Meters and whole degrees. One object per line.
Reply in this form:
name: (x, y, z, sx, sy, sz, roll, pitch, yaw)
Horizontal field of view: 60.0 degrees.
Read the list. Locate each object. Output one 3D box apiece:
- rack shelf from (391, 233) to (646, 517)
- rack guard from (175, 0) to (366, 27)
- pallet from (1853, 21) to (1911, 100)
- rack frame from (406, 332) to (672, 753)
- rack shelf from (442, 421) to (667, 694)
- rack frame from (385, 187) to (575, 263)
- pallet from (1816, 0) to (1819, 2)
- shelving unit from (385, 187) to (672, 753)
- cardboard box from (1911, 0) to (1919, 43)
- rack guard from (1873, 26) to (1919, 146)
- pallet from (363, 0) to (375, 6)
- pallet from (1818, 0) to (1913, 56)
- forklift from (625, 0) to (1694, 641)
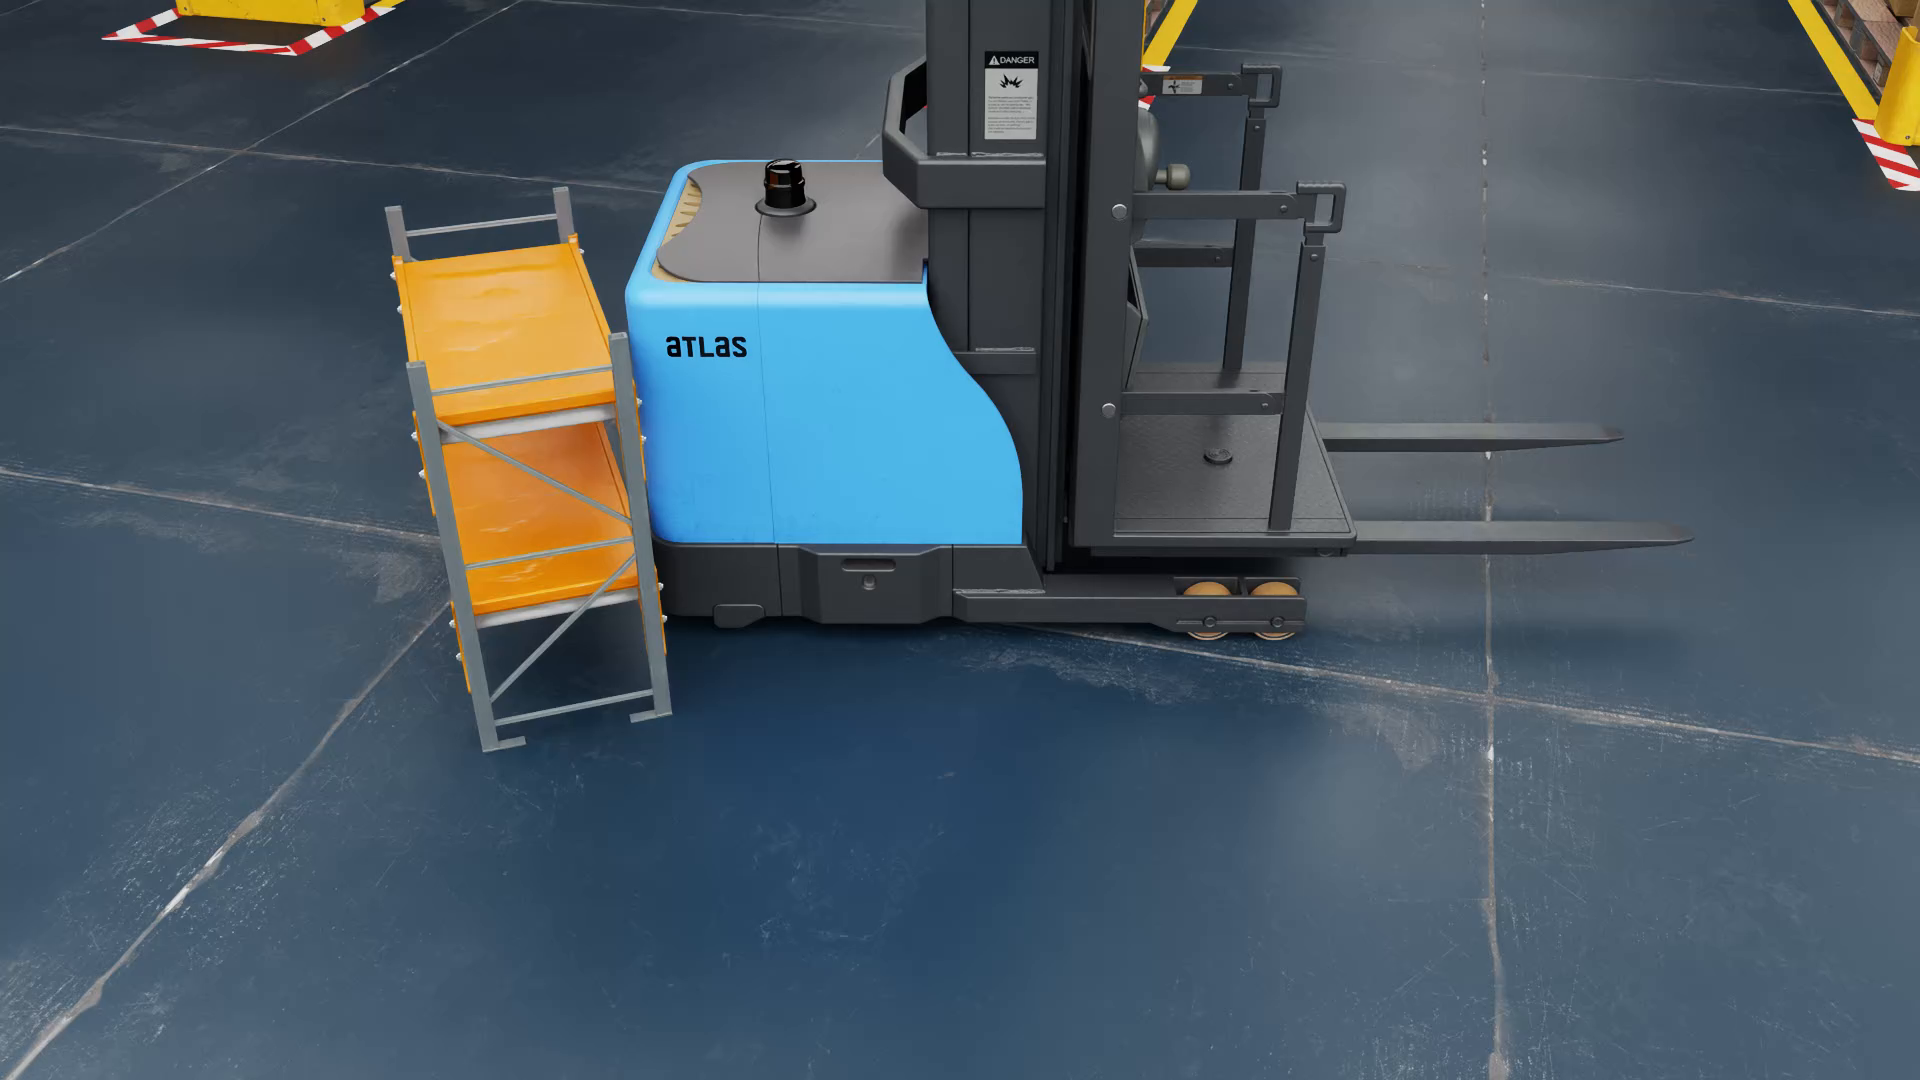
rack shelf: (-1.186, -0.471, 4.396, 0.538, 0.278, 1.000, -10, 34, -16)
rack guard: (-4.327, -3.523, 10.325, 1.175, 0.500, 0.348, 8, 33, 12)
pallet: (5.519, -2.519, 9.015, 1.003, 0.211, 1.213, 8, 33, 12)
rack frame: (-1.021, 0.035, 4.147, 0.500, 1.125, 0.032, -10, 34, -16)
rack shelf: (-1.185, -0.017, 4.684, 0.538, 0.278, 1.000, -10, 34, -16)
rack frame: (-1.350, -0.482, 4.959, 0.500, 1.125, 0.032, -10, 34, -16)
pallet: (6.139, -3.785, 11.007, 1.003, 0.211, 1.213, 8, 33, 12)
shelving unit: (-1.185, -0.224, 4.553, 0.538, 1.125, 1.048, -10, 34, -16)
cardboard box: (5.553, -2.998, 9.109, 0.500, 0.500, 0.500, 17, 36, 25)
rack guard: (5.279, -2.224, 8.282, 1.175, 0.500, 0.348, 8, 33, 12)
pallet: (-4.168, -3.816, 11.056, 1.003, 0.211, 1.213, 8, 33, 12)
pallet: (5.831, -3.150, 10.008, 1.003, 0.211, 1.213, 8, 33, 12)
forklift: (0.628, -1.235, 4.461, 3.031, 2.935, 1.130, 0, 32, 0)
